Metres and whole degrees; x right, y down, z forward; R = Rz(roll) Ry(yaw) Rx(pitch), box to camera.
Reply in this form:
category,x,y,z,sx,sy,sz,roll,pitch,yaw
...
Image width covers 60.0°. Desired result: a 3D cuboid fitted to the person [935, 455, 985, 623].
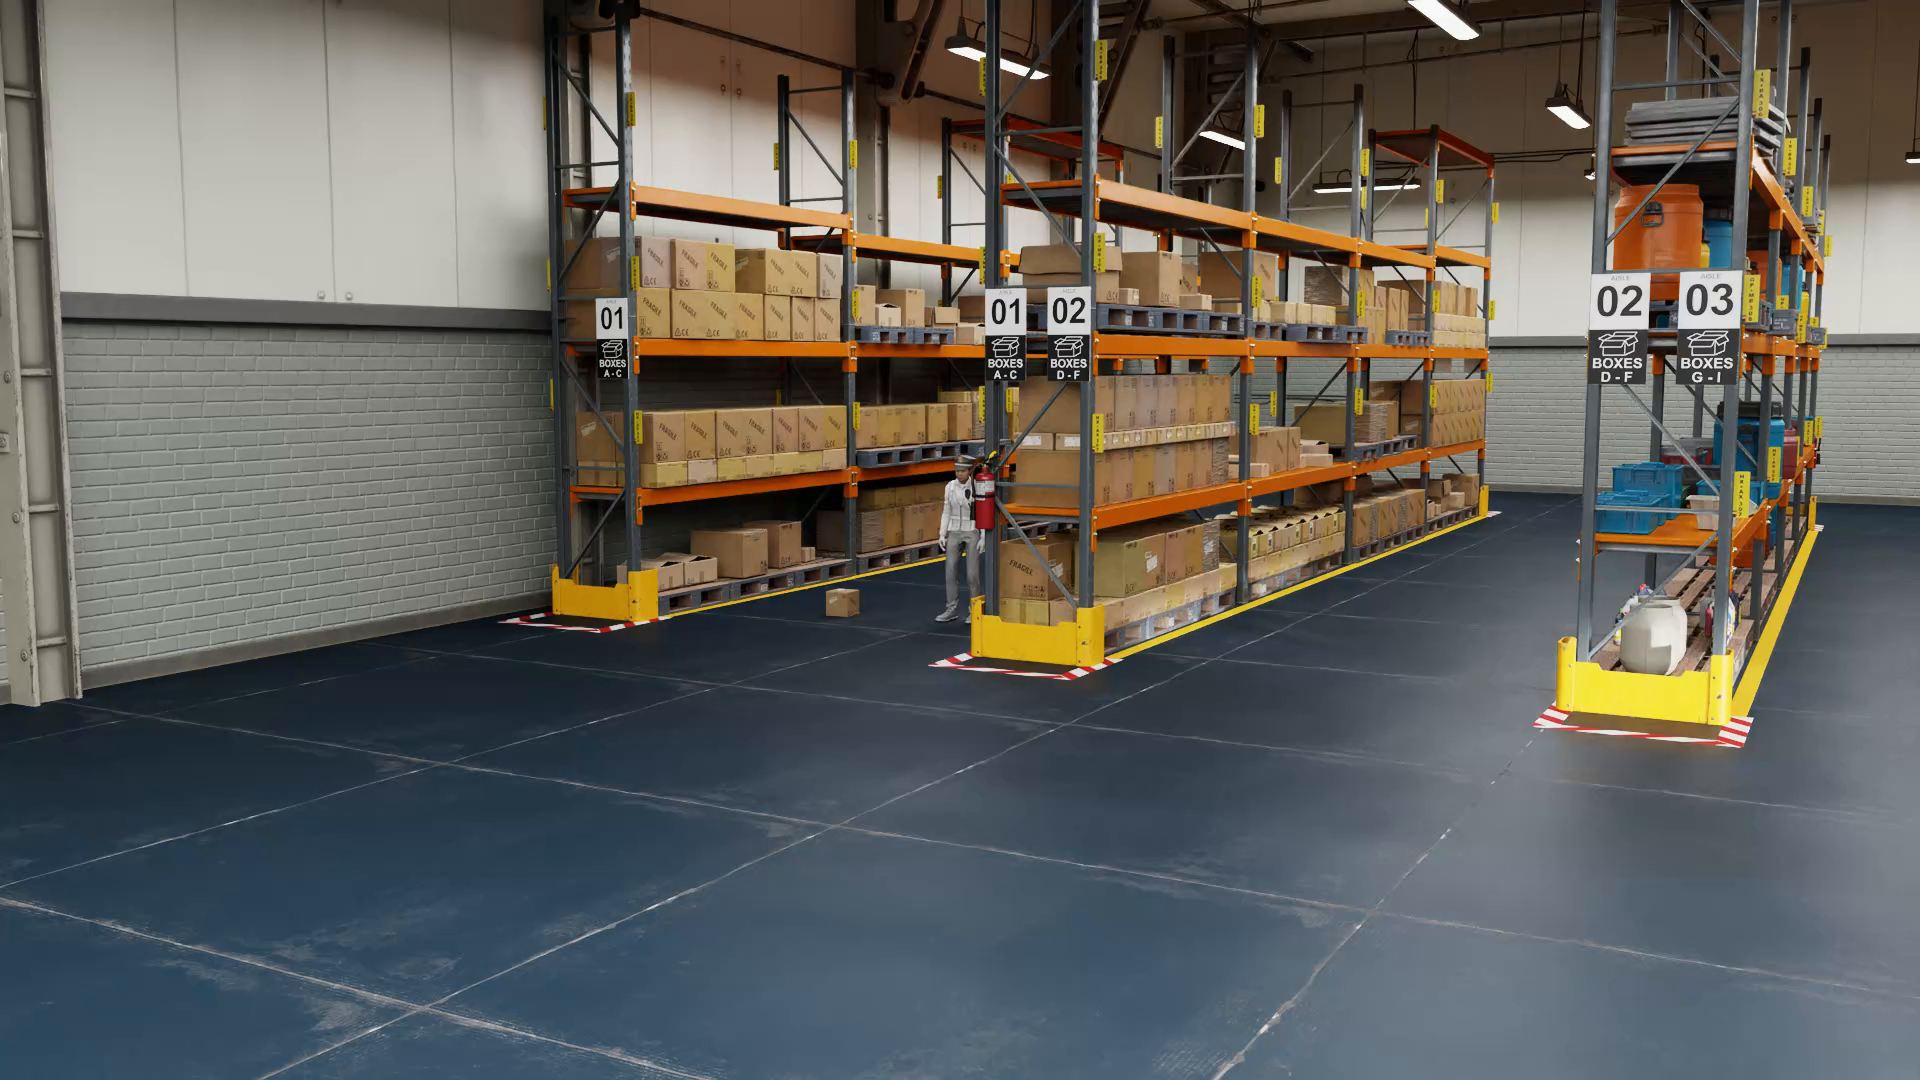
category,x,y,z,sx,sy,sz,roll,pitch,yaw
person,0.042,-0.016,16.504,0.532,1.663,0.375,3,7,25
